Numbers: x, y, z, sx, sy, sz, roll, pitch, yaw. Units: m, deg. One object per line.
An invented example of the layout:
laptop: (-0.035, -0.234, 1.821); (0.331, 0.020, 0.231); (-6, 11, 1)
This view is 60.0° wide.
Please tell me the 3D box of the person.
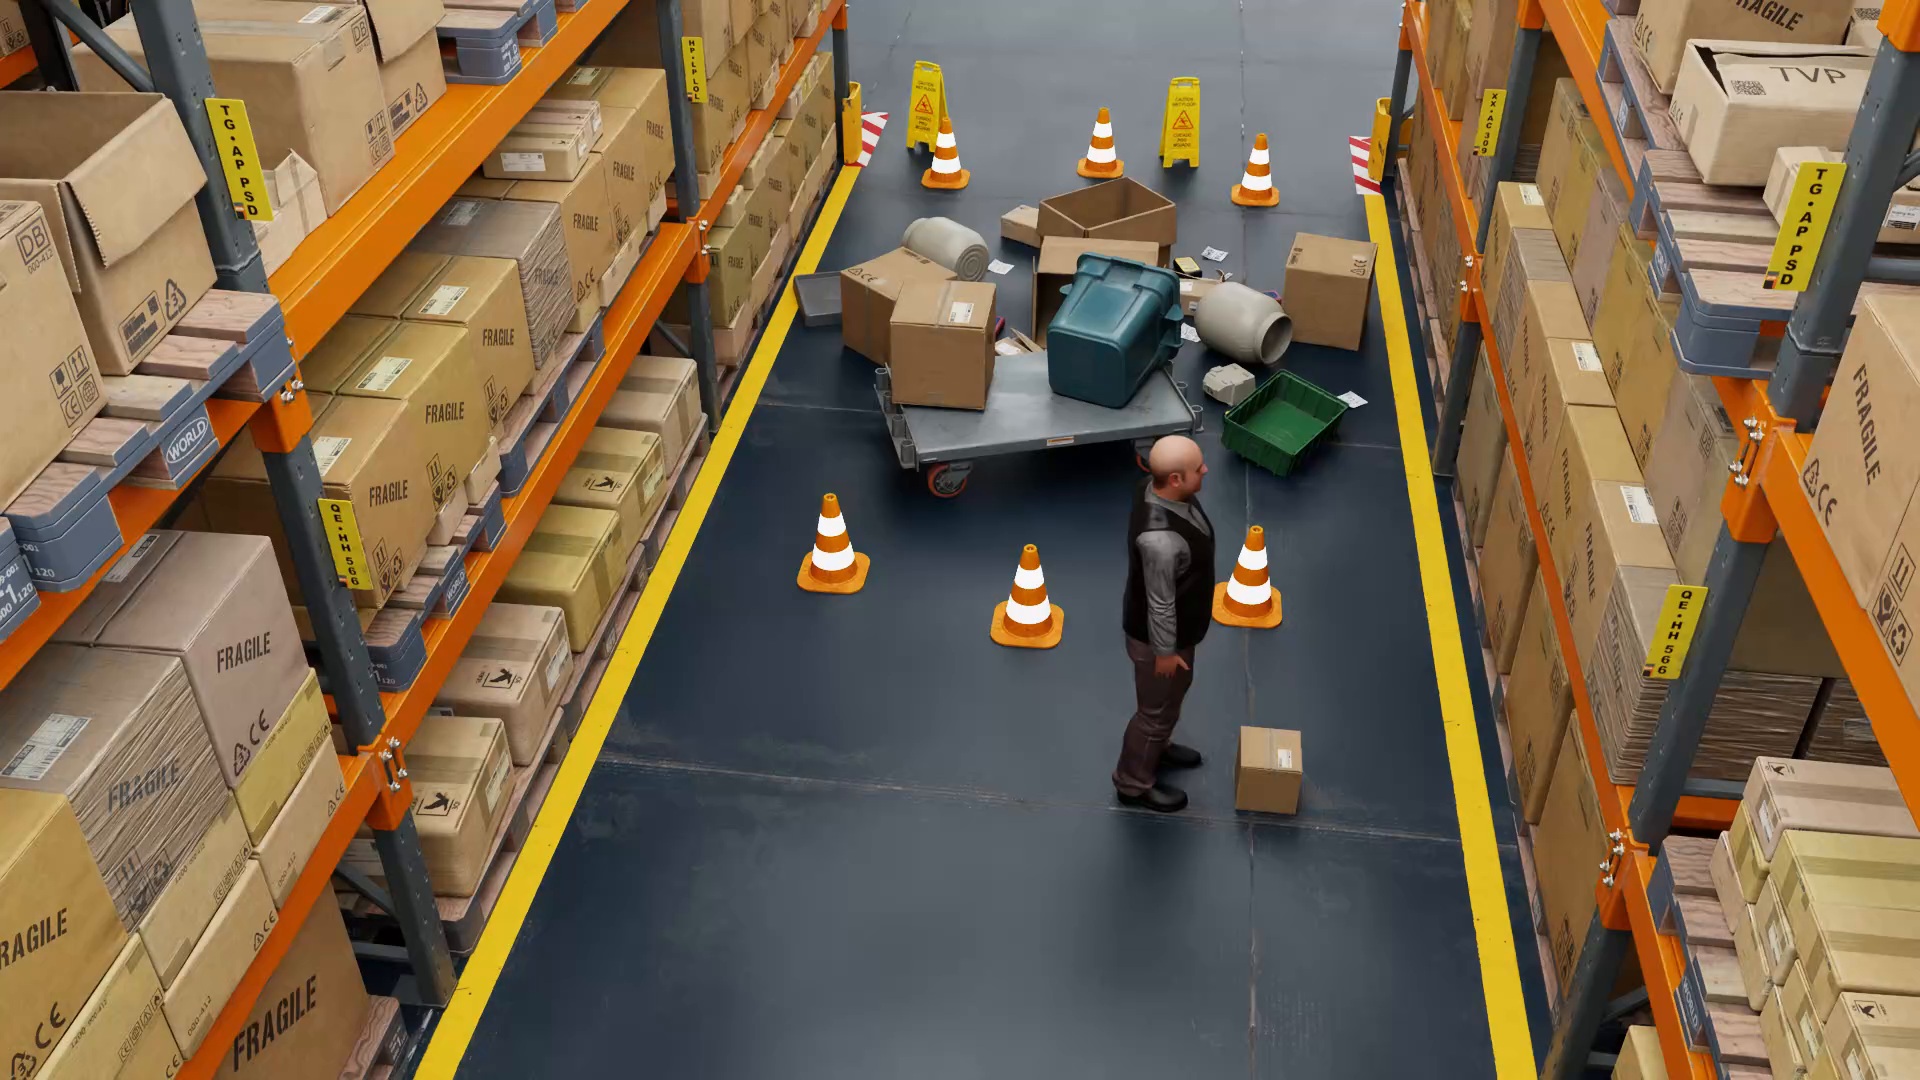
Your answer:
person: (0.835, 0.334, 6.609); (0.385, 1.727, 0.538); (5, 36, 7)
